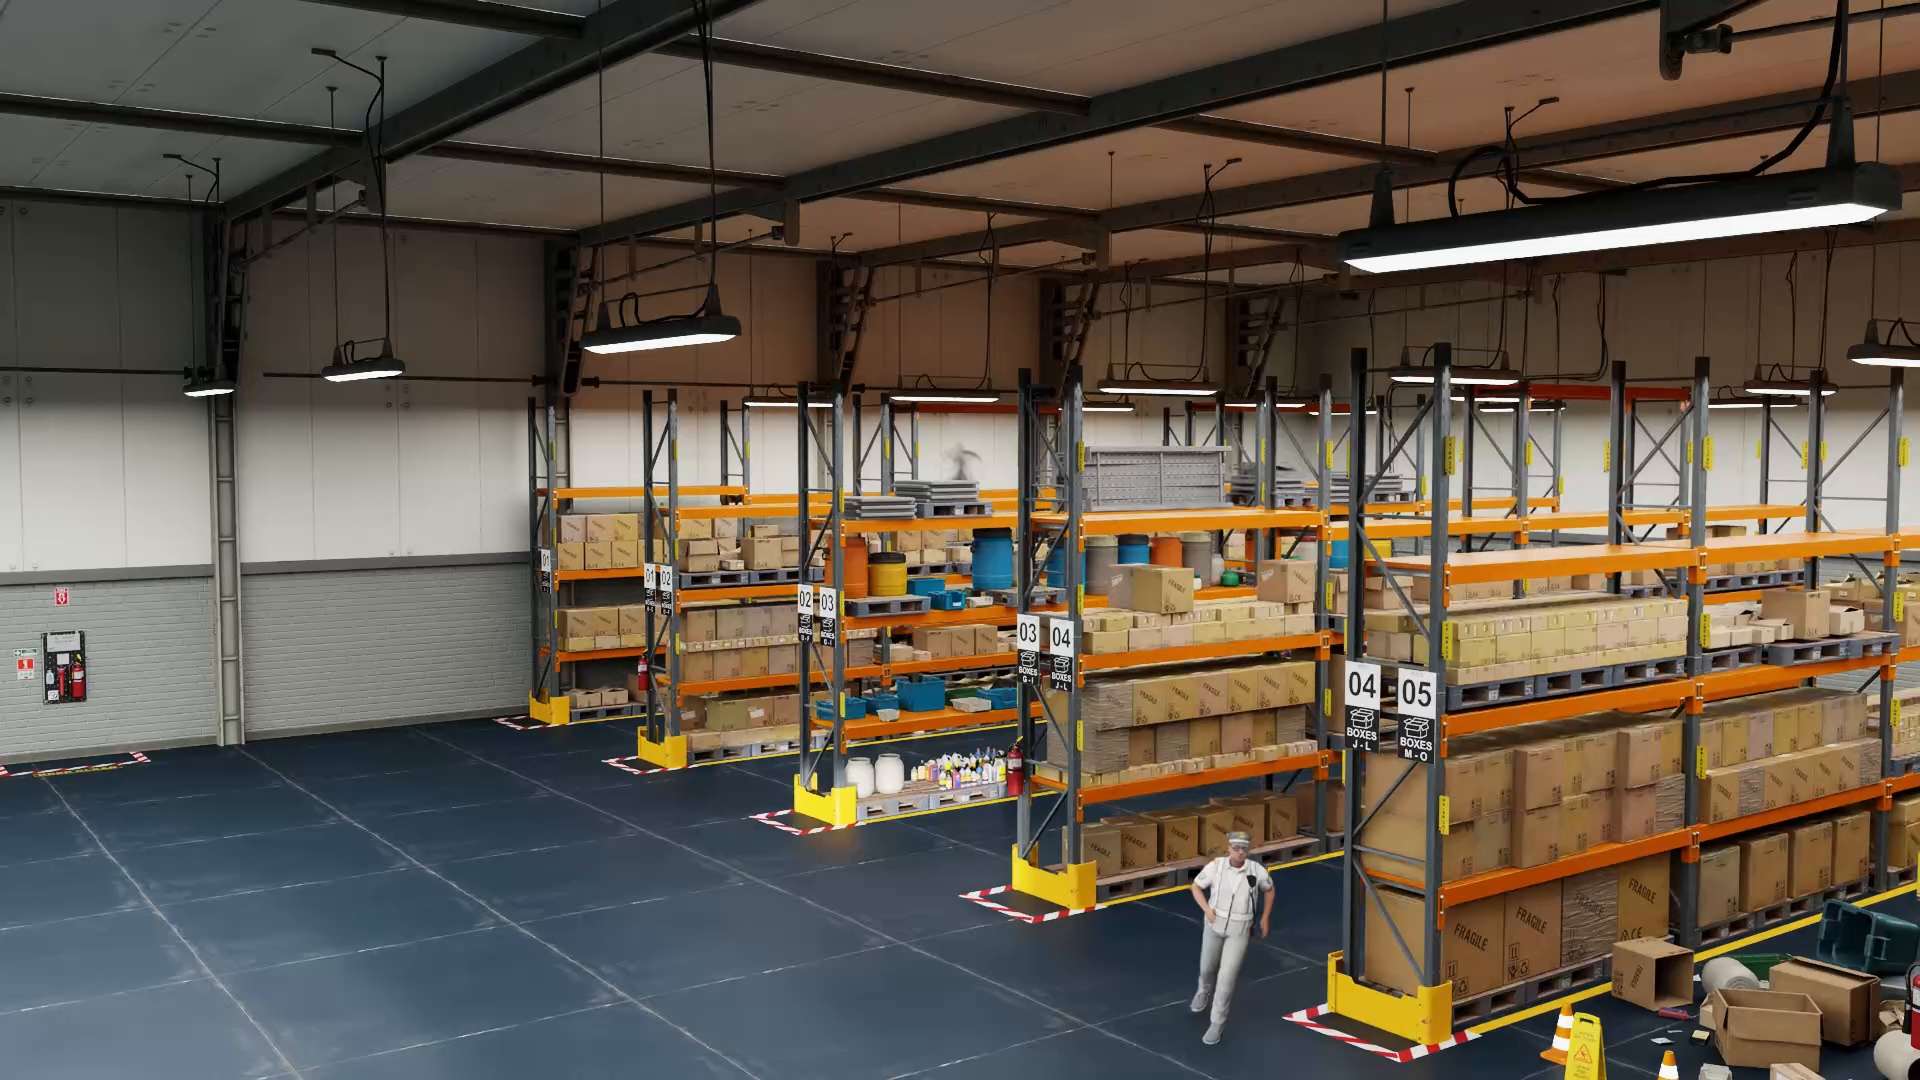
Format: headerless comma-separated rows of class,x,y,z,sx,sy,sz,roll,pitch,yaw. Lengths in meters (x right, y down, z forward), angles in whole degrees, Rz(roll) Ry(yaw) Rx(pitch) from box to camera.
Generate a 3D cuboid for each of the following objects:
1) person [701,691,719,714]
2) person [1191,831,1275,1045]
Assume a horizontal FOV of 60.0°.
person,-4.343,2.609,29.319,0.561,1.649,0.557,-3,4,-41
person,2.366,3.419,14.593,0.741,1.771,0.958,1,4,16
